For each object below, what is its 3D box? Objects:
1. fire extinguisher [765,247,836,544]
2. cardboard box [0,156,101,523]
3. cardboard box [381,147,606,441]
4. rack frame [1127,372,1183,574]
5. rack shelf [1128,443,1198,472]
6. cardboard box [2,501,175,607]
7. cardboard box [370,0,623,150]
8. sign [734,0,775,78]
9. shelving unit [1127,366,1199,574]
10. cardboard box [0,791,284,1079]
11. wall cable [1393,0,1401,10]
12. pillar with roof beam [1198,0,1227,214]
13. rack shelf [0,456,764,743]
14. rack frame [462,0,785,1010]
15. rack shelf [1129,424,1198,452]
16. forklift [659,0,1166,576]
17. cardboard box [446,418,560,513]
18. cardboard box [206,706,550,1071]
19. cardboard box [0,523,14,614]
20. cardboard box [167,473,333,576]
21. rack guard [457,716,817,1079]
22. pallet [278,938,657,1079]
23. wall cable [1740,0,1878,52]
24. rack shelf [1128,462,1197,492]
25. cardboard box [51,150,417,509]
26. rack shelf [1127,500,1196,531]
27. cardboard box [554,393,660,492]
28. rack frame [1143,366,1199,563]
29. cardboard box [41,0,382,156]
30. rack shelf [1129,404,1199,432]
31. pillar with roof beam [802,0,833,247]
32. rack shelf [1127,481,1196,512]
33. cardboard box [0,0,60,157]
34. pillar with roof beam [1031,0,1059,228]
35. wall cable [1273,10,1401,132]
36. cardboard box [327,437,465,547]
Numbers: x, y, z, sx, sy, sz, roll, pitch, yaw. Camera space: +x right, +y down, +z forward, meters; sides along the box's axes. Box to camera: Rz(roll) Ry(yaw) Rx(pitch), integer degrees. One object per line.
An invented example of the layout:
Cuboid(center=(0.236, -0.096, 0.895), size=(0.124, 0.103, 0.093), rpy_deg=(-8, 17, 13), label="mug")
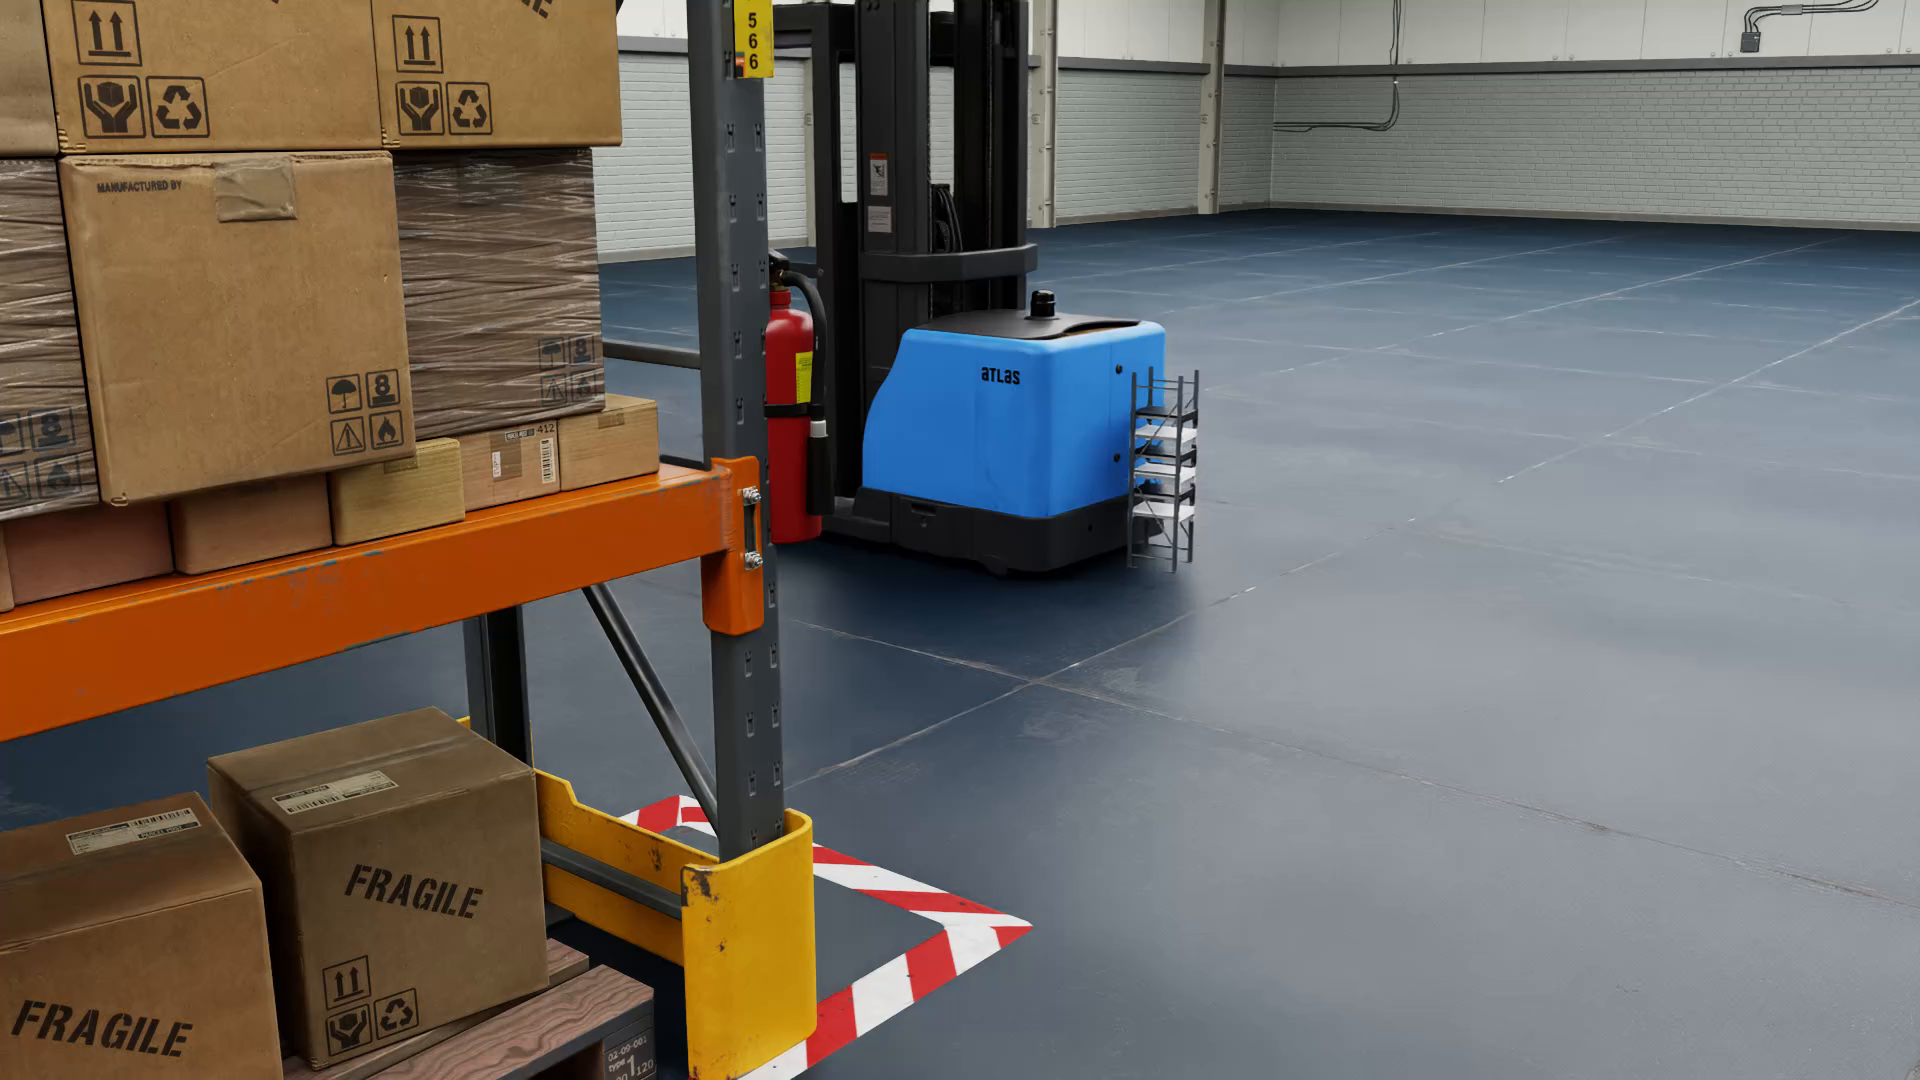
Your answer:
Cuboid(center=(-0.383, -0.336, 3.511), size=(0.296, 0.674, 0.183), rpy_deg=(11, 18, 38), label="fire extinguisher")
Cuboid(center=(-1.749, -0.311, 2.448), size=(0.875, 0.500, 0.500), rpy_deg=(11, 18, 38), label="cardboard box")
Cuboid(center=(-1.180, -0.515, 3.249), size=(0.875, 0.500, 0.500), rpy_deg=(11, 18, 38), label="cardboard box")
Cuboid(center=(0.874, -0.298, 7.468), size=(0.240, 0.900, 0.006), rpy_deg=(7, 16, 27), label="rack frame")
Cuboid(center=(0.921, -0.375, 7.541), size=(0.258, 0.077, 0.200), rpy_deg=(7, 16, 27), label="rack shelf")
Cuboid(center=(-1.465, -0.024, 2.636), size=(0.380, 0.149, 0.250), rpy_deg=(11, 18, 38), label="cardboard box")
Cuboid(center=(-0.967, -0.957, 2.959), size=(0.500, 0.500, 0.500), rpy_deg=(11, 18, 38), label="cardboard box")
Cuboid(center=(-0.394, -1.048, 3.161), size=(0.100, 0.325, 0.005), rpy_deg=(11, 18, 38), label="sign")
Cuboid(center=(0.921, -0.320, 7.555), size=(0.258, 0.900, 0.210), rpy_deg=(7, 16, 27), label="shelving unit")
Cuboid(center=(-1.568, 0.822, 3.020), size=(0.500, 0.500, 0.500), rpy_deg=(-10, 17, -35), label="cardboard box")
Cuboid(center=(10.317, -12.267, 34.183), size=(3.097, 2.526, 0.112), rpy_deg=(11, 18, 38), label="wall cable")
Cuboid(center=(8.681, -10.717, 32.032), size=(9.100, 9.000, 0.400), rpy_deg=(11, 18, 38), label="pillar with roof beam")
Cuboid(center=(-2.070, 0.309, 2.277), size=(1.077, 0.370, 4.000), rpy_deg=(11, 18, 38), label="rack shelf")
Cuboid(center=(-0.813, -0.423, 3.696), size=(1.000, 3.000, 0.127), rpy_deg=(11, 18, 38), label="rack frame")
Cuboid(center=(0.921, -0.462, 7.519), size=(0.258, 0.077, 0.200), rpy_deg=(7, 16, 27), label="rack shelf")
Cuboid(center=(-0.475, -1.539, 8.228), size=(3.031, 2.935, 1.130), rpy_deg=(12, 18, 39), label="forklift")
Cuboid(center=(-0.989, -0.167, 3.198), size=(0.380, 0.149, 0.250), rpy_deg=(11, 18, 38), label="cardboard box")
Cuboid(center=(-1.219, 0.702, 3.491), size=(0.500, 0.500, 0.500), rpy_deg=(-12, 18, -39), label="cardboard box")
Cuboid(center=(-1.605, 0.027, 2.434), size=(0.380, 0.149, 0.250), rpy_deg=(11, 18, 38), label="cardboard box")
Cuboid(center=(-1.276, -0.066, 2.799), size=(0.380, 0.149, 0.250), rpy_deg=(11, 18, 38), label="cardboard box")
Cuboid(center=(-0.861, 0.803, 3.946), size=(1.175, 0.500, 0.348), rpy_deg=(11, 18, 38), label="rack guard")
Cuboid(center=(-1.399, 1.093, 3.391), size=(1.003, 0.211, 1.213), rpy_deg=(11, 18, 38), label="pallet")
Cuboid(center=(15.586, -11.919, 29.856), size=(2.305, 6.003, 0.169), rpy_deg=(11, 18, 38), label="wall cable")
Cuboid(center=(0.921, -0.288, 7.563), size=(0.258, 0.077, 0.200), rpy_deg=(7, 16, 27), label="rack shelf")
Cuboid(center=(-1.401, -0.400, 2.799), size=(0.875, 0.500, 0.500), rpy_deg=(11, 18, 38), label="cardboard box")
Cuboid(center=(0.921, -0.113, 7.607), size=(0.258, 0.077, 0.200), rpy_deg=(7, 16, 27), label="rack shelf")
Cuboid(center=(-0.832, -0.215, 3.386), size=(0.380, 0.149, 0.250), rpy_deg=(11, 18, 38), label="cardboard box")
Cuboid(center=(0.969, -0.342, 7.642), size=(0.240, 0.900, 0.006), rpy_deg=(7, 16, 27), label="rack frame")
Cuboid(center=(-1.277, -0.860, 2.578), size=(0.500, 0.500, 0.500), rpy_deg=(11, 18, 38), label="cardboard box")
Cuboid(center=(0.921, -0.550, 7.496), size=(0.258, 0.077, 0.200), rpy_deg=(7, 16, 27), label="rack shelf")
Cuboid(center=(1.139, -8.419, 22.986), size=(9.100, 9.000, 0.400), rpy_deg=(11, 18, 38), label="pillar with roof beam")
Cuboid(center=(0.921, -0.201, 7.585), size=(0.258, 0.077, 0.200), rpy_deg=(7, 16, 27), label="rack shelf")
Cuboid(center=(-1.593, -0.765, 2.203), size=(0.500, 0.500, 0.500), rpy_deg=(11, 18, 38), label="cardboard box")
Cuboid(center=(4.910, -9.568, 27.509), size=(9.100, 9.000, 0.400), rpy_deg=(11, 18, 38), label="pillar with roof beam")
Cuboid(center=(8.212, -10.238, 36.452), size=(3.097, 2.526, 0.112), rpy_deg=(11, 18, 38), label="wall cable")
Cuboid(center=(-1.107, -0.111, 2.978), size=(0.380, 0.149, 0.250), rpy_deg=(11, 18, 38), label="cardboard box")
